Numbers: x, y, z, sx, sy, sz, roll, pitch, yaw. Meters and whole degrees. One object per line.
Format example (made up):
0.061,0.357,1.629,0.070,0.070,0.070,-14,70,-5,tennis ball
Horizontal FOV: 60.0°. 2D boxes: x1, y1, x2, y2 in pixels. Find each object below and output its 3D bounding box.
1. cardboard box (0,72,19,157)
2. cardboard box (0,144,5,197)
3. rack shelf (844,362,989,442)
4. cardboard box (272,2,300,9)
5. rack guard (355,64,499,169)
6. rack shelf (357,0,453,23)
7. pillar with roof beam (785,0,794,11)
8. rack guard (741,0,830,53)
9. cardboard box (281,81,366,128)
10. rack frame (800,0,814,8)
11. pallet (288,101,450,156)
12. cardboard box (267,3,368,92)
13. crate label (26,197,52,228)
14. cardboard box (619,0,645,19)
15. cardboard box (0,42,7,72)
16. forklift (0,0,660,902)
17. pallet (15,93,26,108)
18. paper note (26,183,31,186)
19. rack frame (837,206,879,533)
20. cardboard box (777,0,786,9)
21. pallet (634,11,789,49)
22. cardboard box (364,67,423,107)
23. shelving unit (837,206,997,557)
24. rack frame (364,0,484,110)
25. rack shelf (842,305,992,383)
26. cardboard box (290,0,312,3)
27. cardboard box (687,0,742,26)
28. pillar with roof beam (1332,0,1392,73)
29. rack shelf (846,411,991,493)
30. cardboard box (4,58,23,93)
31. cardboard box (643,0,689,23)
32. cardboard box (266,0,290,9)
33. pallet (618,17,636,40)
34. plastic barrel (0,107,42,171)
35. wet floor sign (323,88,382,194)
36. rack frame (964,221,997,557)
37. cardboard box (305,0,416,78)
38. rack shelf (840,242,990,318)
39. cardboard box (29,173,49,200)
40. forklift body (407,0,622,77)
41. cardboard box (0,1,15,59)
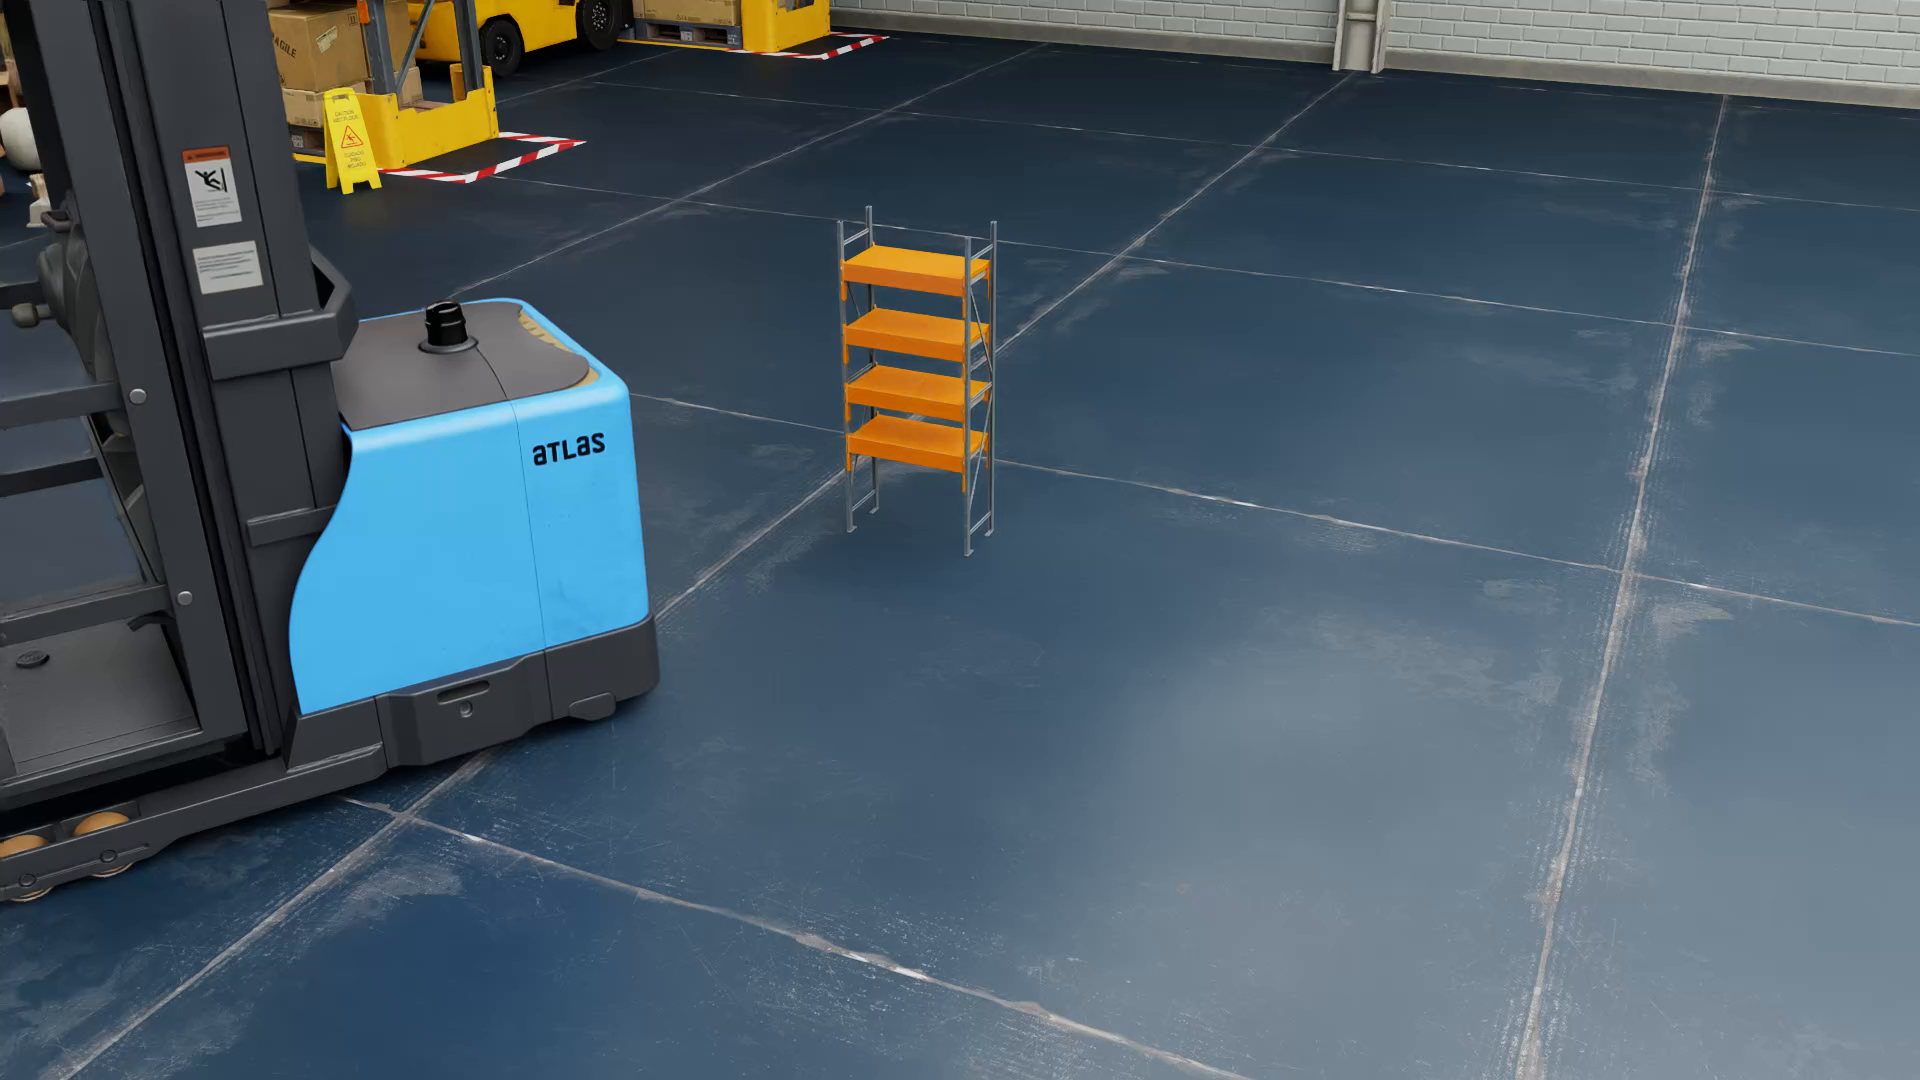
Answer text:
-6.953,-3.001,11.777,0.500,0.500,0.500,-12,29,-23,cardboard box
-6.371,-2.316,10.385,0.637,0.503,0.797,-7,27,-14,cardboard box
-0.151,-0.508,6.076,0.480,0.148,0.258,11,28,22,rack shelf
-5.038,-3.560,11.873,0.500,0.500,0.500,12,29,24,cardboard box
-3.794,-3.025,11.829,0.348,0.500,1.175,11,28,22,rack guard
-5.545,-4.176,12.150,4.000,0.370,1.077,11,28,22,rack shelf
-3.716,-7.580,11.458,0.400,9.000,9.100,11,28,22,pillar with roof beam
-1.651,-5.004,15.847,0.348,0.500,1.175,11,28,22,rack guard
-4.593,-3.132,11.853,0.500,0.250,0.500,11,28,22,cardboard box
-1.673,-6.130,15.304,0.127,3.000,1.000,11,28,22,rack frame
-4.518,-3.059,12.223,1.213,0.211,1.003,11,28,22,pallet
-4.562,-3.466,11.682,0.500,0.500,0.500,12,28,22,cardboard box
-5.541,-2.019,10.196,0.298,0.136,0.250,-2,26,-5,crate label
-3.132,-5.233,16.121,0.500,0.250,0.500,12,29,22,cardboard box
-7.844,-3.969,13.415,0.625,0.372,0.950,12,29,22,cardboard box
-2.462,-0.640,4.233,3.031,2.935,1.130,-15,30,-28,forklift
-6.740,-3.505,13.130,1.213,0.211,1.003,11,28,22,pallet
-6.120,-2.384,11.070,0.142,0.019,0.148,23,35,39,paper note
-0.373,-0.613,6.137,0.015,1.200,0.240,11,28,22,rack frame
-2.039,-5.253,16.161,0.500,0.250,0.500,11,28,22,cardboard box
-2.387,-5.002,16.170,1.213,0.211,1.003,11,28,22,pallet
-4.344,-3.347,12.289,0.500,0.250,0.500,11,28,21,cardboard box
-0.151,-0.569,6.046,0.503,1.200,0.258,11,28,22,shelving unit
-3.724,-4.133,11.249,0.127,3.000,1.000,11,28,22,rack frame
-0.151,-0.709,5.977,0.480,0.148,0.258,11,28,22,rack shelf
-4.844,-3.781,12.322,0.500,0.500,0.500,10,28,20,cardboard box
-2.232,-5.043,15.735,0.500,0.250,0.500,12,28,22,cardboard box
1.746,-6.483,9.229,0.400,9.000,9.100,11,28,22,pillar with roof beam
-0.151,-0.330,6.164,0.480,0.148,0.258,11,28,22,rack shelf
-6.940,-3.603,12.809,0.500,0.250,0.500,10,28,19,cardboard box
-2.680,-5.138,15.927,0.500,0.250,0.500,11,28,22,cardboard box
-4.924,-3.797,11.620,0.250,0.149,0.380,12,29,23,cardboard box
-3.493,-5.225,16.624,1.213,0.211,1.003,11,28,22,pallet
-6.231,-2.746,11.348,0.512,0.421,0.421,-12,29,-23,plastic barrel
-3.994,-2.612,10.824,0.232,0.644,0.267,23,35,39,wet floor sign
0.071,-0.524,5.956,0.015,1.200,0.240,11,28,22,rack frame
-4.366,-3.687,12.131,0.500,0.500,0.500,10,28,20,cardboard box
-0.151,-0.921,5.873,0.480,0.148,0.258,11,28,22,rack shelf
-5.753,-2.281,10.715,0.380,0.149,0.250,-18,31,-31,cardboard box
-4.155,-5.362,14.706,1.214,2.155,2.313,11,28,22,forklift body
-6.940,-3.939,12.644,0.500,0.500,0.500,13,29,24,cardboard box
